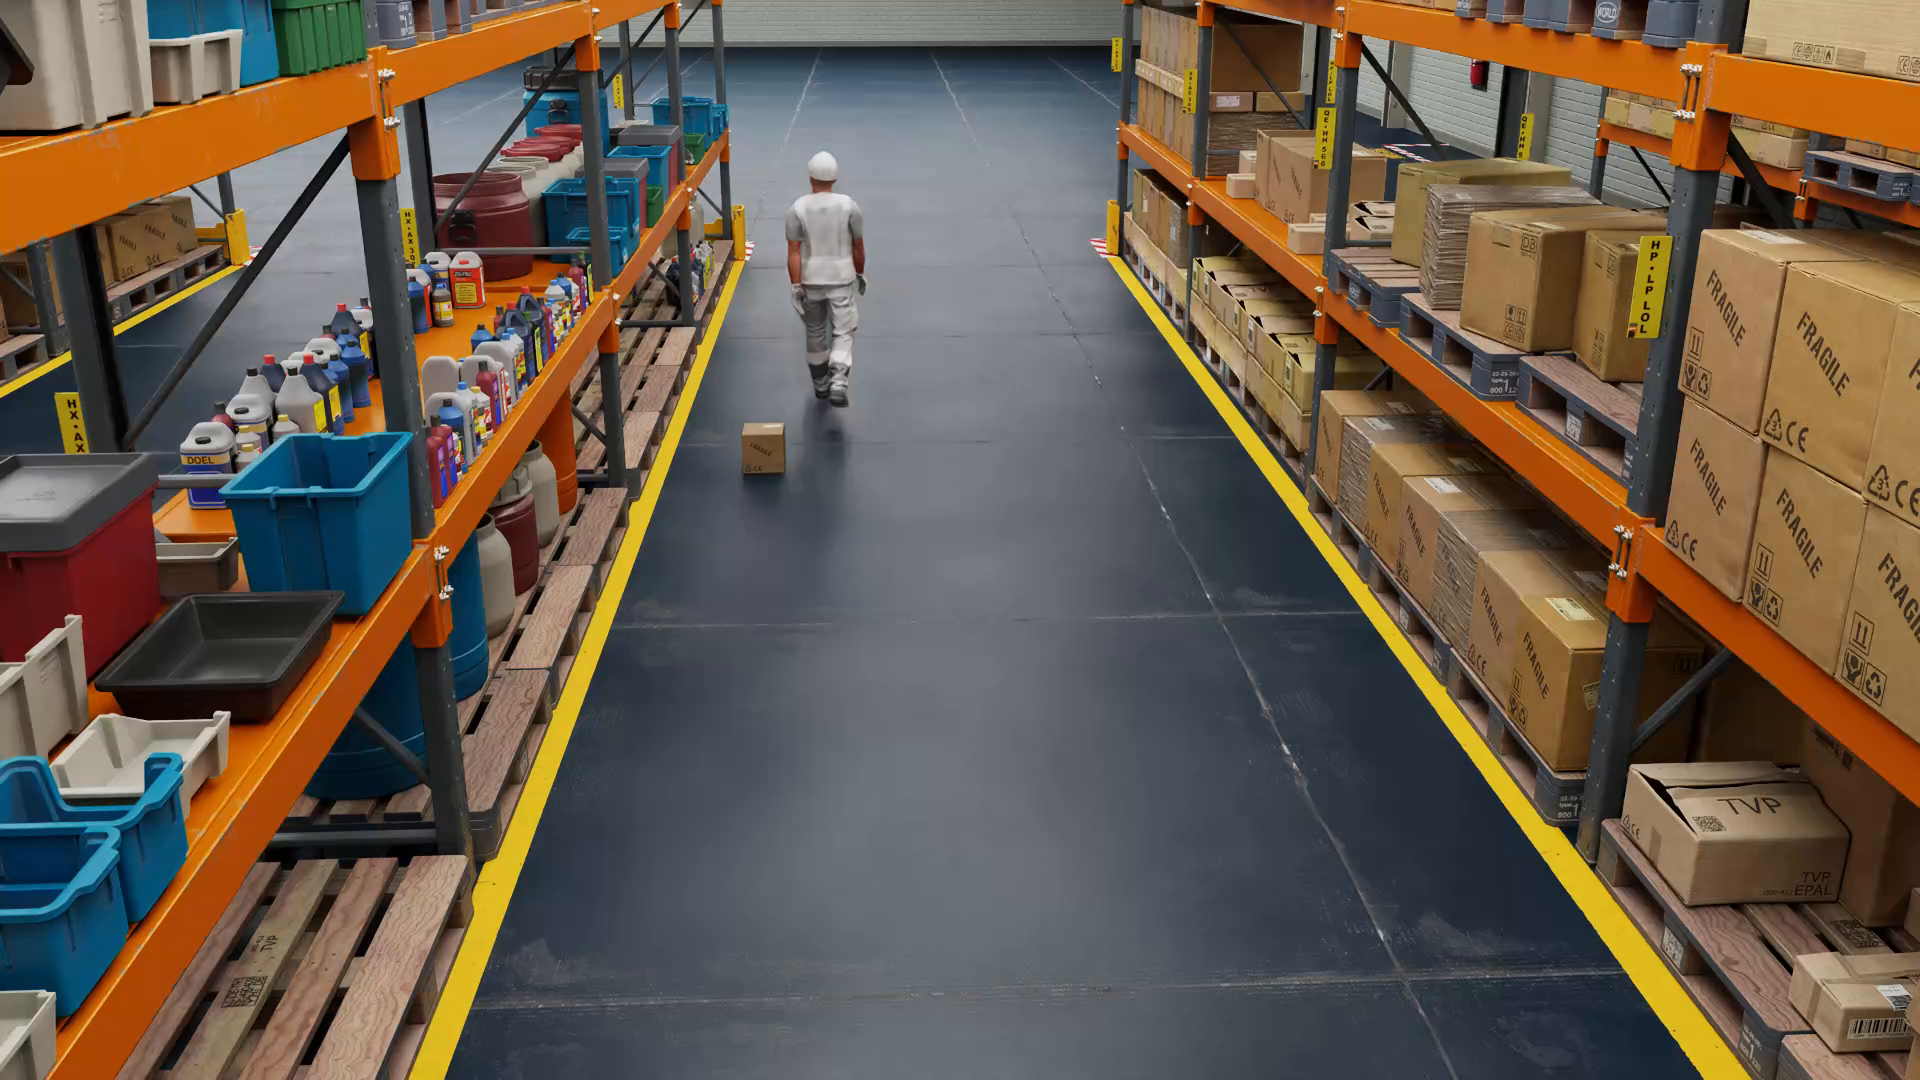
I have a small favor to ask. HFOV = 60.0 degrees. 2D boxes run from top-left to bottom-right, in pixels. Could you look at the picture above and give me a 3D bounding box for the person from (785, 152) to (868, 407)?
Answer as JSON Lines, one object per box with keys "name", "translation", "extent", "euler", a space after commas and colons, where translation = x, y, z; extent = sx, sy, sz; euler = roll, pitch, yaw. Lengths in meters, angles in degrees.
{"name": "person", "translation": [-0.902, -1.757, 11.322], "extent": [0.528, 1.752, 0.990], "euler": [0, 20, 0]}
